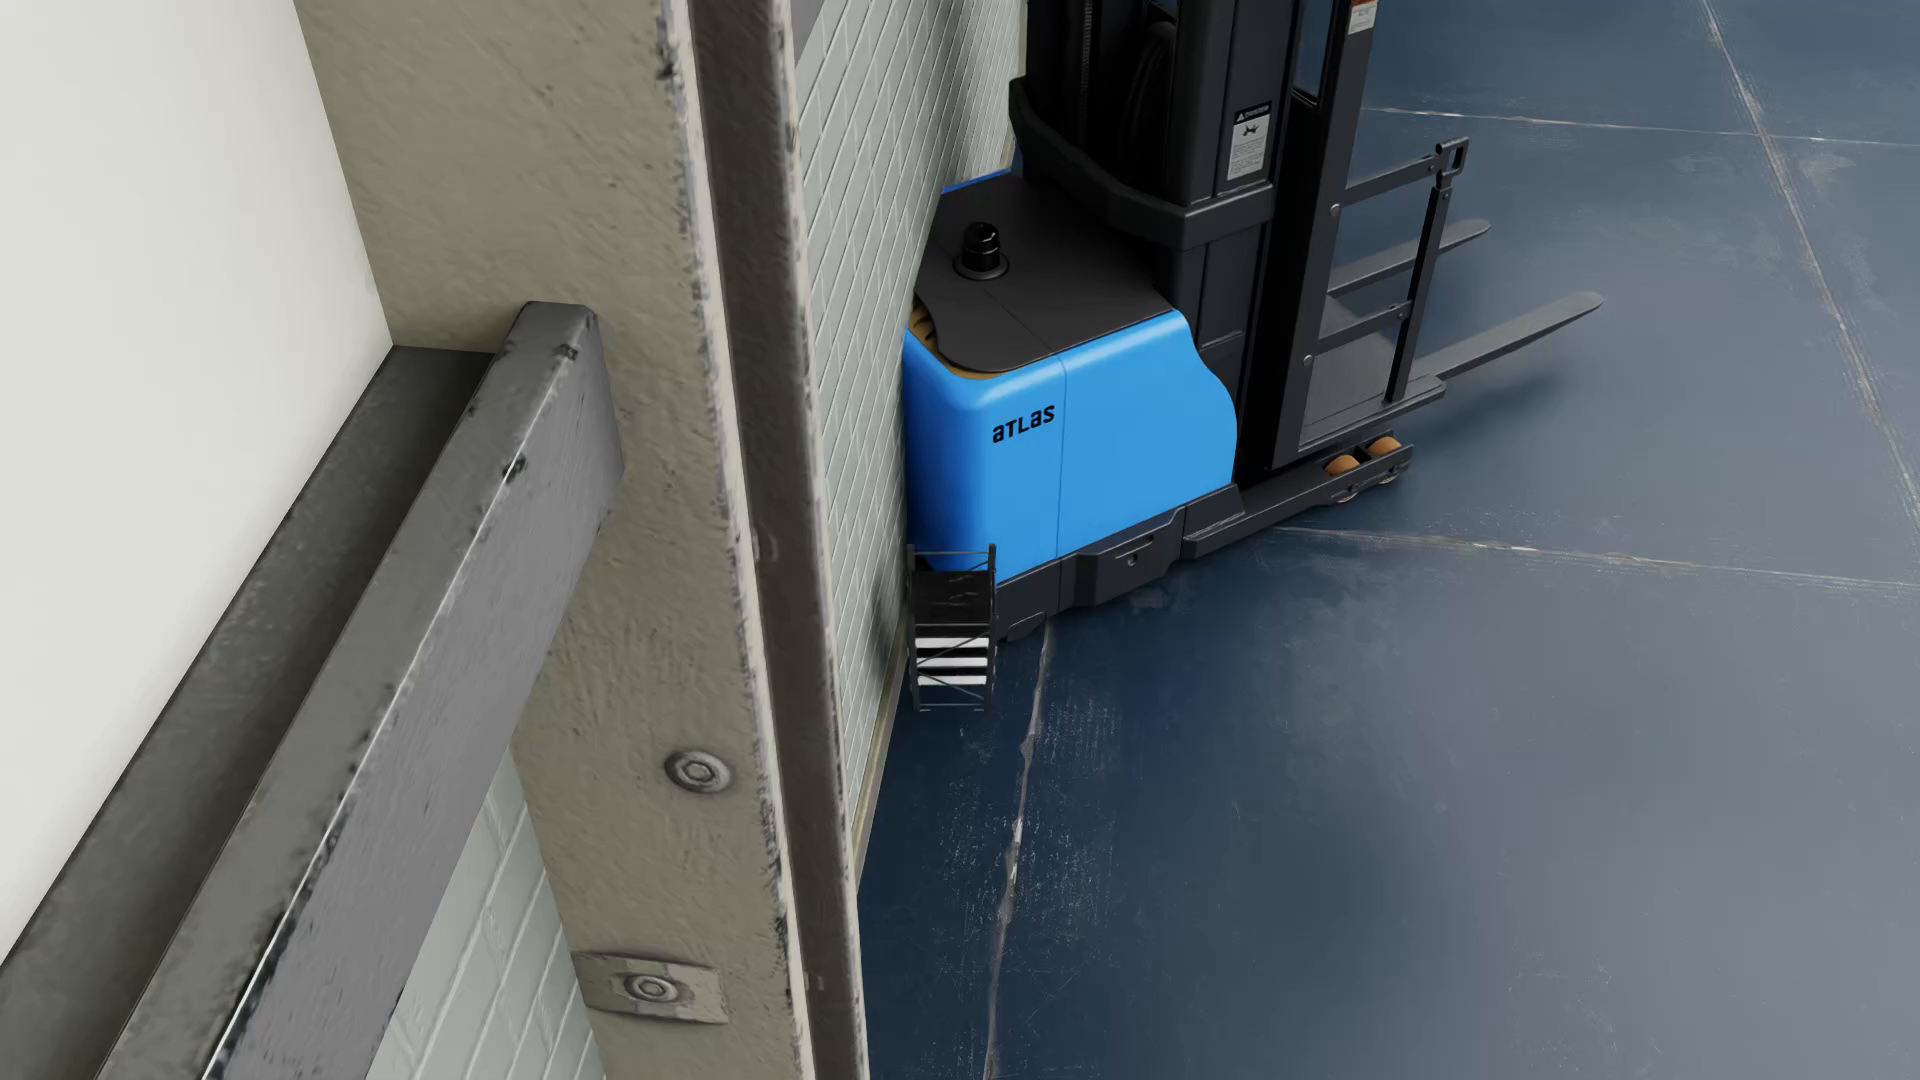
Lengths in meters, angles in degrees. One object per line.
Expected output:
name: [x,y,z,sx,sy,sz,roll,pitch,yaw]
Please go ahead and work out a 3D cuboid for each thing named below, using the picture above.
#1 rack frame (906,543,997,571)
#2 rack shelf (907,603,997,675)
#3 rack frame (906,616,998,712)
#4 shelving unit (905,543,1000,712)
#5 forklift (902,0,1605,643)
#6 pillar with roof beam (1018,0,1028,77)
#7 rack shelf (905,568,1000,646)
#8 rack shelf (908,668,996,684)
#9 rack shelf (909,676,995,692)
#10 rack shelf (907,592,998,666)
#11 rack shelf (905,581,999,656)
rack frame: [-0.025,0.177,4.839,0.240,0.900,0.006,0,69,0]
rack shelf: [-0.024,0.284,4.833,0.258,0.077,0.200,0,69,0]
rack frame: [-0.023,0.367,4.765,0.240,0.900,0.006,0,69,0]
shelving unit: [-0.024,0.272,4.802,0.258,0.900,0.210,0,69,0]
forklift: [1.018,-1.488,5.189,3.031,2.935,1.130,-23,48,-22]
pillar with roof beam: [4.712,-5.061,4.550,9.100,9.000,0.400,5,44,6]
rack shelf: [-0.023,0.186,4.582,0.258,0.077,0.200,0,69,0]
rack shelf: [-0.024,0.317,4.917,0.258,0.077,0.200,0,69,0]
rack shelf: [-0.025,0.350,5.001,0.258,0.077,0.200,0,69,0]
rack shelf: [-0.024,0.251,4.749,0.258,0.077,0.200,0,69,0]
rack shelf: [-0.023,0.218,4.666,0.258,0.077,0.200,0,69,0]
